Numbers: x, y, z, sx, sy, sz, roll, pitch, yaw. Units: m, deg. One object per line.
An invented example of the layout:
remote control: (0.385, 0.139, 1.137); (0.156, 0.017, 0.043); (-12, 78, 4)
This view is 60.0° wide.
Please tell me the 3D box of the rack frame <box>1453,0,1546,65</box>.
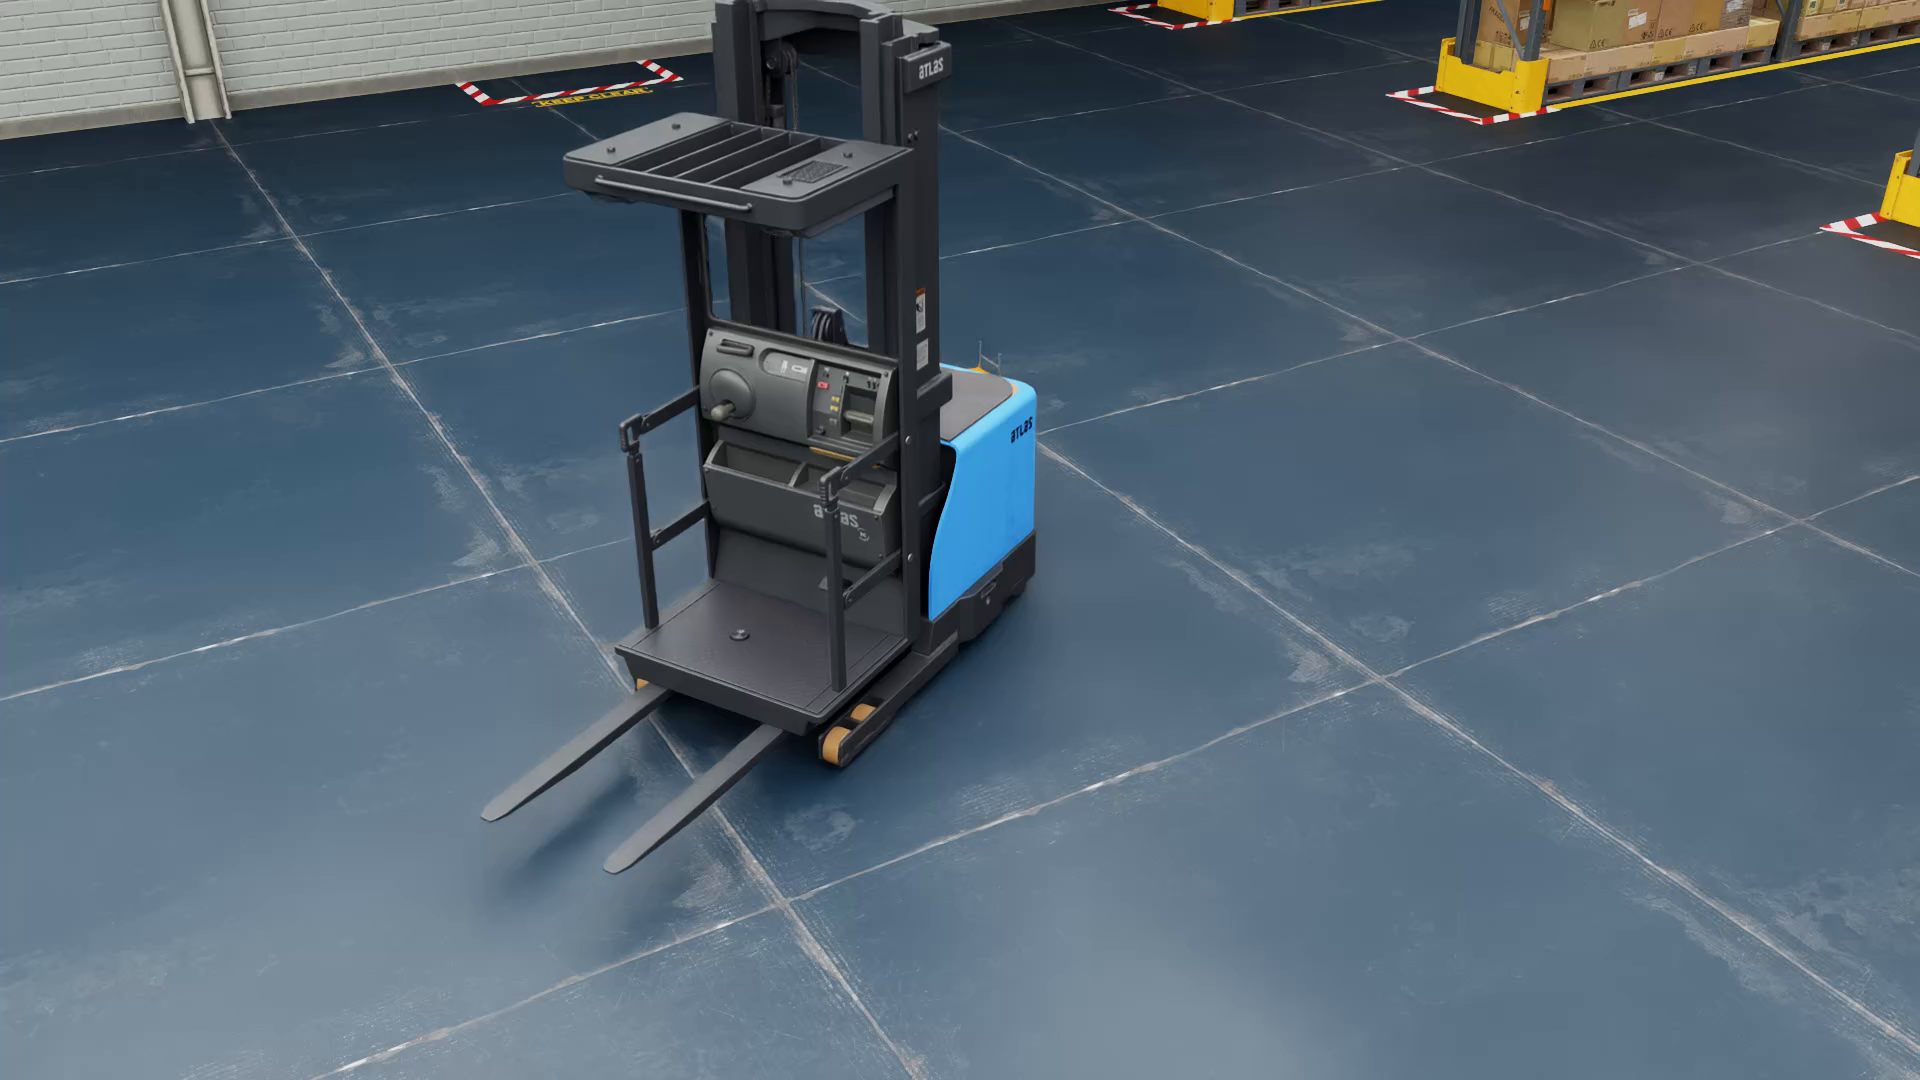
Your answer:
rack frame: (5.354, -5.783, 16.124); (0.127, 3.000, 1.000); (-16, 33, -26)

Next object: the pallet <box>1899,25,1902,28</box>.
pallet: (11.522, -6.335, 20.010); (1.213, 0.211, 1.003); (-16, 33, -26)

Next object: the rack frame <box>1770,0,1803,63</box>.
rack frame: (8.803, -6.762, 17.898); (0.127, 3.000, 1.000); (-16, 33, -26)

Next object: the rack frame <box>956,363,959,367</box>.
rack frame: (-0.059, -0.443, 8.466); (0.008, 1.050, 0.200); (-16, 33, -26)

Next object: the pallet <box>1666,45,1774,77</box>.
pallet: (8.096, -5.364, 18.251); (1.213, 0.211, 1.003); (-16, 33, -26)

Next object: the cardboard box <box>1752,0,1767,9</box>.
cardboard box: (9.007, -6.206, 18.721); (0.500, 0.311, 0.500); (-16, 33, -26)

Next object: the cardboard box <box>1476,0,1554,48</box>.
cardboard box: (5.666, -5.346, 16.968); (0.500, 0.500, 0.500); (-16, 33, -26)

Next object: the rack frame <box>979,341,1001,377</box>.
rack frame: (0.151, -0.503, 8.574); (0.008, 1.050, 0.200); (-16, 33, -26)

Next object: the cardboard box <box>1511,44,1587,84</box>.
cardboard box: (5.929, -4.801, 16.757); (0.500, 0.250, 0.500); (-16, 33, -26)

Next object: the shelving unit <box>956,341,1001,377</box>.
shelving unit: (0.046, -0.473, 8.520); (0.252, 1.050, 0.215); (-16, 33, -26)

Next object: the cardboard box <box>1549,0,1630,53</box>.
cardboard box: (6.359, -5.253, 16.799); (0.500, 0.500, 0.500); (-16, 33, -26)

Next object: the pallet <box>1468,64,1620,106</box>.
pallet: (5.992, -4.766, 17.168); (1.213, 0.211, 1.003); (-16, 33, -26)

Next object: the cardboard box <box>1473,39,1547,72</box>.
cardboard box: (5.667, -5.017, 17.148); (0.500, 0.250, 0.500); (-16, 33, -26)

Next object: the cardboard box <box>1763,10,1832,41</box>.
cardboard box: (9.276, -5.737, 18.453); (0.500, 0.250, 0.500); (-17, 33, -27)

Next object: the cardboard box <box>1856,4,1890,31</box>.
cardboard box: (10.163, -5.990, 18.910); (0.500, 0.250, 0.500); (-17, 33, -28)

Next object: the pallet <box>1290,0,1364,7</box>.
pallet: (4.676, -7.124, 21.440); (1.213, 0.211, 1.003); (-16, 33, -26)

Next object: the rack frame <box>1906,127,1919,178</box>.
rack frame: (7.861, -3.718, 12.383); (0.127, 3.000, 1.000); (-16, 33, -26)

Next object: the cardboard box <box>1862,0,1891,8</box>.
cardboard box: (10.165, -6.232, 18.769); (0.500, 0.311, 0.500); (-17, 33, -28)

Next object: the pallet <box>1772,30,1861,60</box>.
pallet: (9.418, -5.738, 18.928); (1.213, 0.211, 1.003); (-16, 33, -26)

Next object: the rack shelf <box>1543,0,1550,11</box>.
rack shelf: (7.079, -5.957, 17.185); (4.000, 0.370, 1.077); (-16, 33, -26)

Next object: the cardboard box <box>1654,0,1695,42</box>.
cardboard box: (7.224, -5.496, 17.239); (0.500, 0.500, 0.500); (-16, 33, -26)

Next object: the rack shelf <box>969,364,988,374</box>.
rack shelf: (0.046, -0.712, 8.388); (0.240, 0.259, 0.215); (-16, 33, -26)

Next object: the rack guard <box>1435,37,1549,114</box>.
rack guard: (5.334, -4.682, 16.717); (0.348, 0.500, 1.175); (-16, 33, -26)

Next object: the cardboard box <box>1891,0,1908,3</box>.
cardboard box: (10.610, -6.362, 19.004); (0.500, 0.311, 0.500); (-15, 32, -25)

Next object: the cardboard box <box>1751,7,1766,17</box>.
cardboard box: (9.014, -5.964, 18.864); (0.500, 0.250, 0.500); (-16, 33, -27)

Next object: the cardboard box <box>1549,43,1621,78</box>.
cardboard box: (6.359, -4.925, 16.981); (0.500, 0.250, 0.500); (-16, 33, -26)

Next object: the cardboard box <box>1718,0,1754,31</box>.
cardboard box: (8.077, -5.748, 17.696); (0.500, 0.500, 0.500); (-16, 33, -26)

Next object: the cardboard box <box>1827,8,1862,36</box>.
cardboard box: (9.718, -5.862, 18.679); (0.500, 0.250, 0.500); (-15, 32, -25)

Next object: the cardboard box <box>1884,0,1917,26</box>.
cardboard box: (10.602, -6.114, 19.135); (0.500, 0.250, 0.500); (-15, 32, -25)

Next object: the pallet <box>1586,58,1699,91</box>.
pallet: (7.043, -5.063, 17.706); (1.213, 0.211, 1.003); (-16, 33, -26)

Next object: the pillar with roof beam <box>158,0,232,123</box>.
pillar with roof beam: (-5.158, -6.273, 10.803); (0.400, 9.000, 9.100); (-16, 33, -26)

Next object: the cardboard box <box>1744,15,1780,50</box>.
cardboard box: (8.514, -5.537, 18.090); (0.500, 0.250, 0.500); (-16, 33, -26)

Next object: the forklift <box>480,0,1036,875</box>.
forklift: (-0.795, -0.582, 6.770); (1.130, 2.935, 3.031); (16, 32, 26)

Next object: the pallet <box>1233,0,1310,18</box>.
pallet: (3.625, -6.827, 20.903); (1.213, 0.211, 1.003); (-16, 33, -26)

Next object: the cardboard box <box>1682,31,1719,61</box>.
cardboard box: (7.654, -5.290, 17.643); (0.500, 0.250, 0.500); (-16, 33, -26)

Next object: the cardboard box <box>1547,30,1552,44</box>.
cardboard box: (6.092, -5.144, 17.378); (0.500, 0.250, 0.500); (-16, 33, -26)

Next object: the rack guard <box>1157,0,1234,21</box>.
rack guard: (2.907, -6.770, 20.499); (0.348, 0.500, 1.175); (-16, 33, -26)

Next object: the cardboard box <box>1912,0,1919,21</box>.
cardboard box: (11.044, -6.241, 19.366); (0.500, 0.250, 0.500); (-15, 32, -25)

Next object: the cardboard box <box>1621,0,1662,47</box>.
cardboard box: (6.784, -5.381, 17.030); (0.500, 0.500, 0.500); (-16, 33, -26)

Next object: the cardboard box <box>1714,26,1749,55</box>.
cardboard box: (8.078, -5.419, 17.876); (0.500, 0.250, 0.500); (-16, 33, -26)

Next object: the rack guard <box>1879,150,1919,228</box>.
rack guard: (7.902, -2.662, 13.056); (0.348, 0.500, 1.175); (-16, 33, -26)

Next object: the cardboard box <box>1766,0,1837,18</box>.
cardboard box: (9.285, -5.985, 18.321); (0.500, 0.311, 0.500); (-16, 33, -26)

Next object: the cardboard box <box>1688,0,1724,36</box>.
cardboard box: (7.648, -5.624, 17.471); (0.500, 0.500, 0.500); (-16, 33, -26)

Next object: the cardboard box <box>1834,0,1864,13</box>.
cardboard box: (9.720, -6.105, 18.539); (0.500, 0.311, 0.500); (-16, 33, -27)

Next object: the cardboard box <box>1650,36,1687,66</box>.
cardboard box: (7.223, -5.168, 17.421); (0.500, 0.250, 0.500); (-16, 33, -26)

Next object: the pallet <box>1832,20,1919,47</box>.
pallet: (10.471, -6.038, 19.473); (1.213, 0.211, 1.003); (-16, 33, -26)

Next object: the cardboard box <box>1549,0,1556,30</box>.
cardboard box: (6.521, -5.597, 17.423); (0.500, 0.500, 0.500); (-16, 33, -26)

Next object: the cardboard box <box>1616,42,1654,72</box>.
cardboard box: (6.790, -5.047, 17.203); (0.500, 0.250, 0.500); (-16, 33, -26)
